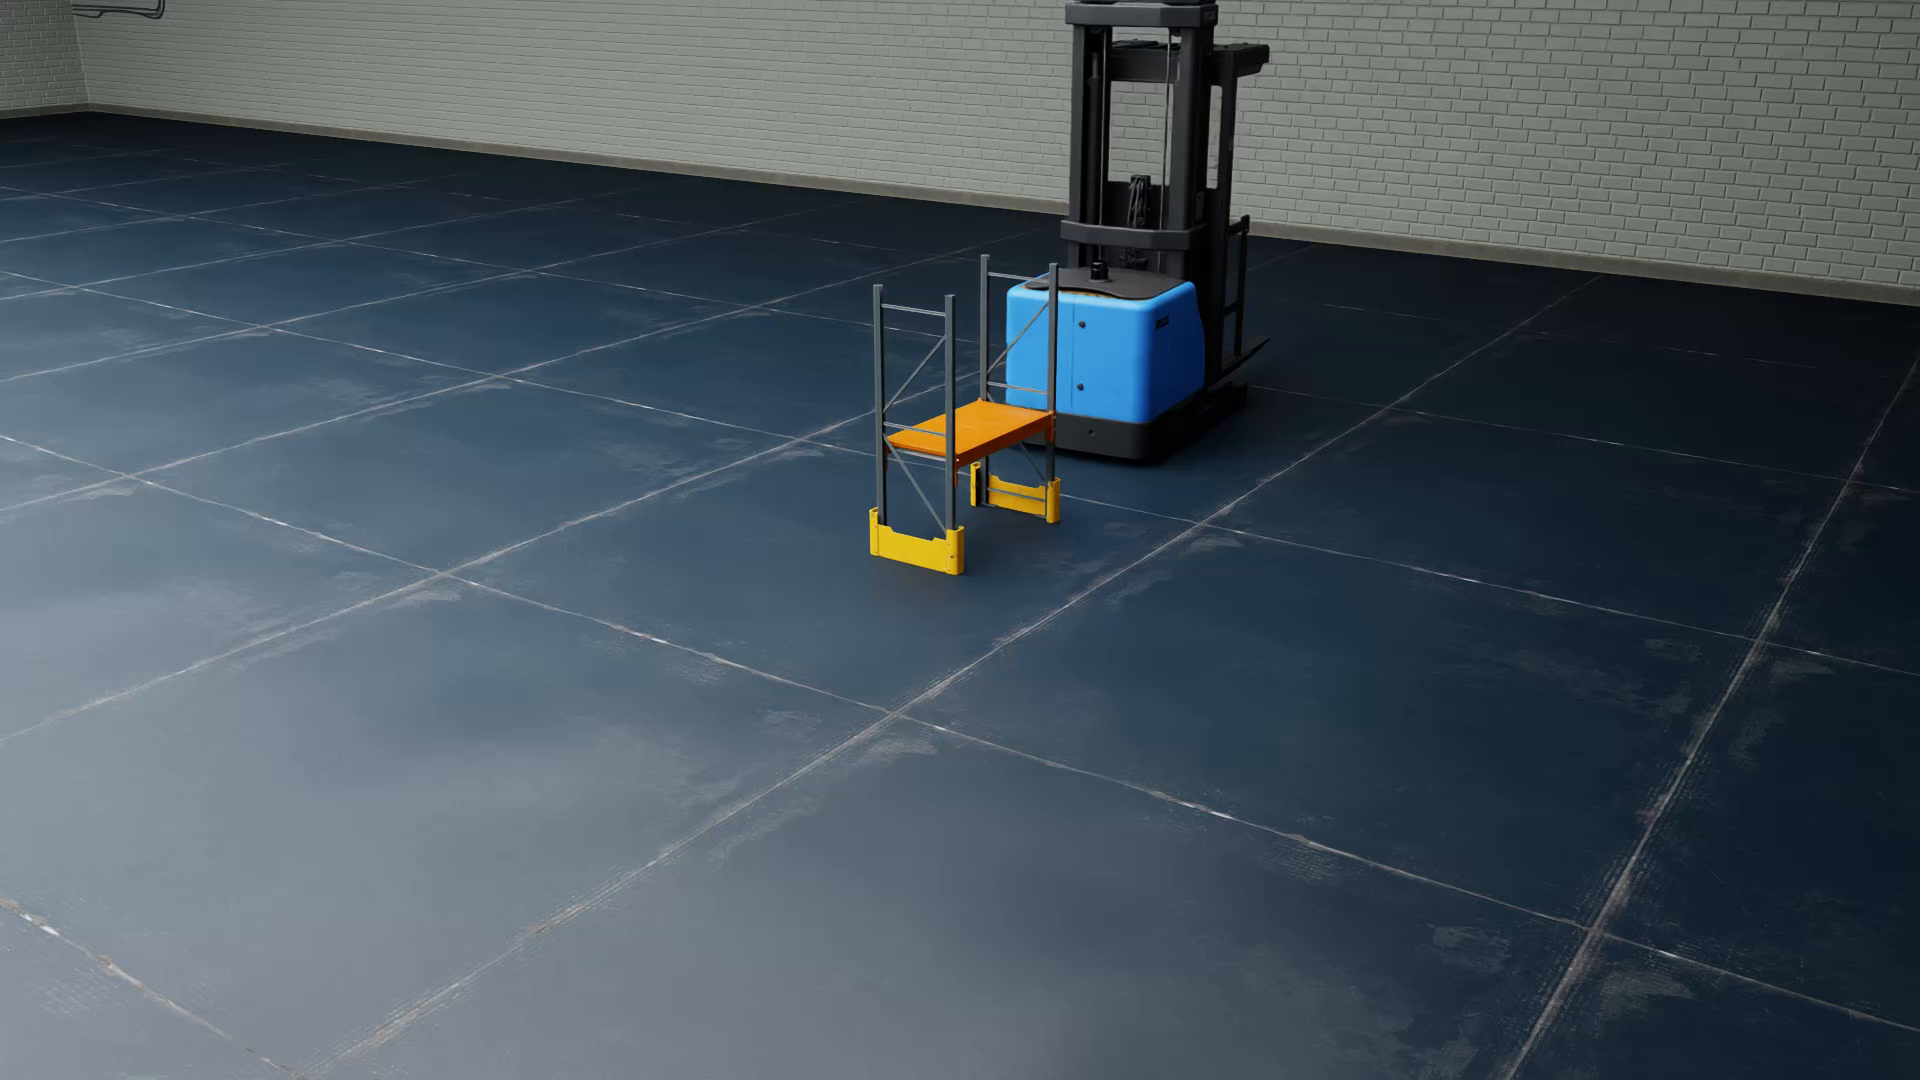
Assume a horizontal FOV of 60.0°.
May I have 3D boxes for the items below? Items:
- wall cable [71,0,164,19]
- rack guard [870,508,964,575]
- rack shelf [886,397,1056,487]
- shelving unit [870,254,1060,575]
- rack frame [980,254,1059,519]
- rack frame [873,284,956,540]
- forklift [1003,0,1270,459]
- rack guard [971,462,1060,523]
[{"bbox_3d":[-15.077,-10.496,29.281,3.097,2.526,0.112,13,24,32],"label":"wall cable"},{"bbox_3d":[-0.237,0.004,9.031,0.587,0.250,0.087,13,24,32],"label":"rack guard"},{"bbox_3d":[0.048,-0.559,9.270,0.538,0.185,1.000,13,24,32],"label":"rack shelf"},{"bbox_3d":[0.043,-0.725,9.201,0.587,1.500,1.083,13,24,32],"label":"shelving unit"},{"bbox_3d":[0.334,-0.874,9.602,0.500,1.500,0.032,13,24,32],"label":"rack frame"},{"bbox_3d":[-0.238,-0.582,8.814,0.500,1.500,0.032,13,24,32],"label":"rack frame"},{"bbox_3d":[1.427,-2.354,11.542,1.130,2.935,3.031,11,23,26],"label":"forklift"},{"bbox_3d":[0.323,-0.282,9.804,0.587,0.250,0.087,13,24,32],"label":"rack guard"}]
